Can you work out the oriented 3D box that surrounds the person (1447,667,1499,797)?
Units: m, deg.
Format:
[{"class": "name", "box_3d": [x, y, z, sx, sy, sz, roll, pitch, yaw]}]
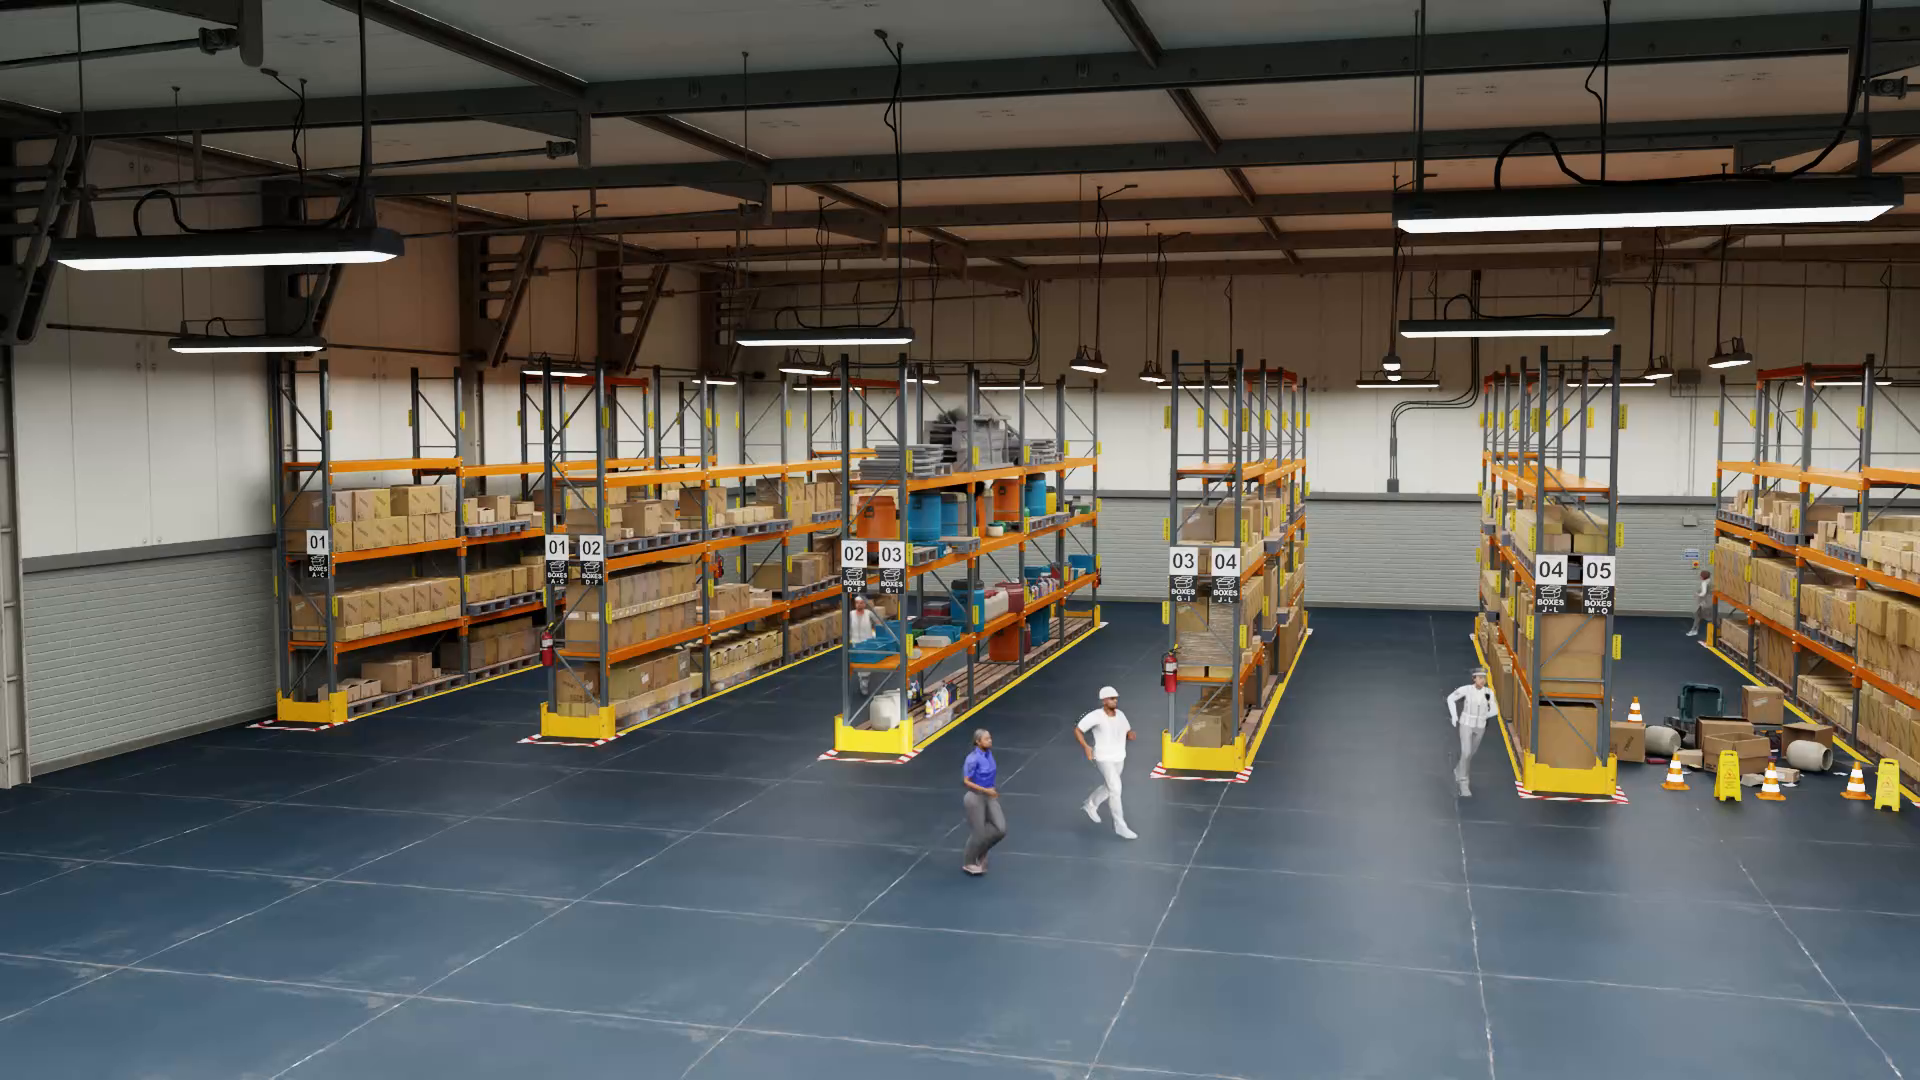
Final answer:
[{"class": "person", "box_3d": [6.953, 2.552, 22.506, 0.636, 1.707, 0.879, 0, 4, -3]}]

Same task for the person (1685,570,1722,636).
[{"class": "person", "box_3d": [17.093, 1.466, 38.120, 0.874, 1.563, 0.574, 3, 5, 33]}]

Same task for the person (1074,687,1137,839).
[{"class": "person", "box_3d": [1.809, 2.646, 20.097, 0.700, 1.757, 0.982, -4, 6, -43]}]

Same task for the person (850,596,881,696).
[{"class": "person", "box_3d": [-1.812, 1.927, 30.454, 0.630, 1.836, 0.764, 1, 4, 10]}]

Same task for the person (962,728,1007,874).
[{"class": "person", "box_3d": [0.268, 2.874, 18.255, 0.585, 1.624, 0.586, 3, 5, 38]}]
